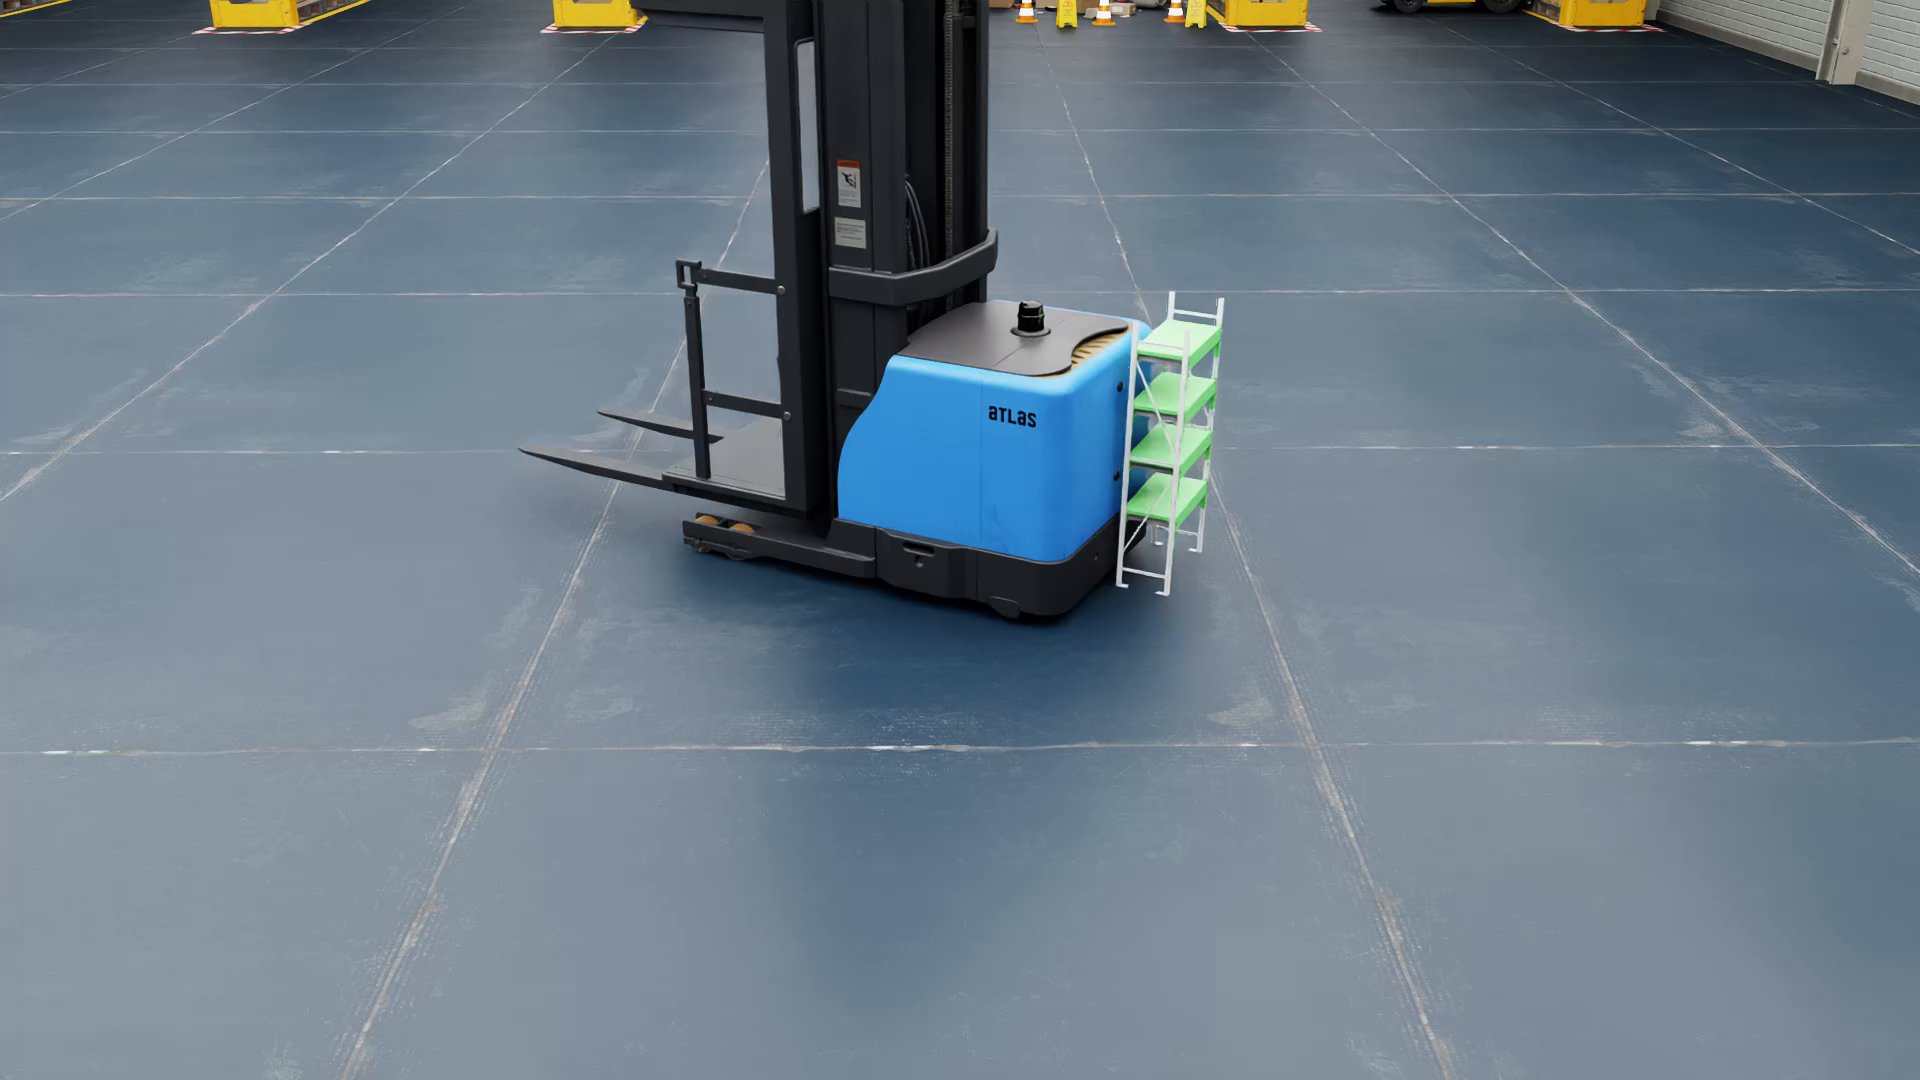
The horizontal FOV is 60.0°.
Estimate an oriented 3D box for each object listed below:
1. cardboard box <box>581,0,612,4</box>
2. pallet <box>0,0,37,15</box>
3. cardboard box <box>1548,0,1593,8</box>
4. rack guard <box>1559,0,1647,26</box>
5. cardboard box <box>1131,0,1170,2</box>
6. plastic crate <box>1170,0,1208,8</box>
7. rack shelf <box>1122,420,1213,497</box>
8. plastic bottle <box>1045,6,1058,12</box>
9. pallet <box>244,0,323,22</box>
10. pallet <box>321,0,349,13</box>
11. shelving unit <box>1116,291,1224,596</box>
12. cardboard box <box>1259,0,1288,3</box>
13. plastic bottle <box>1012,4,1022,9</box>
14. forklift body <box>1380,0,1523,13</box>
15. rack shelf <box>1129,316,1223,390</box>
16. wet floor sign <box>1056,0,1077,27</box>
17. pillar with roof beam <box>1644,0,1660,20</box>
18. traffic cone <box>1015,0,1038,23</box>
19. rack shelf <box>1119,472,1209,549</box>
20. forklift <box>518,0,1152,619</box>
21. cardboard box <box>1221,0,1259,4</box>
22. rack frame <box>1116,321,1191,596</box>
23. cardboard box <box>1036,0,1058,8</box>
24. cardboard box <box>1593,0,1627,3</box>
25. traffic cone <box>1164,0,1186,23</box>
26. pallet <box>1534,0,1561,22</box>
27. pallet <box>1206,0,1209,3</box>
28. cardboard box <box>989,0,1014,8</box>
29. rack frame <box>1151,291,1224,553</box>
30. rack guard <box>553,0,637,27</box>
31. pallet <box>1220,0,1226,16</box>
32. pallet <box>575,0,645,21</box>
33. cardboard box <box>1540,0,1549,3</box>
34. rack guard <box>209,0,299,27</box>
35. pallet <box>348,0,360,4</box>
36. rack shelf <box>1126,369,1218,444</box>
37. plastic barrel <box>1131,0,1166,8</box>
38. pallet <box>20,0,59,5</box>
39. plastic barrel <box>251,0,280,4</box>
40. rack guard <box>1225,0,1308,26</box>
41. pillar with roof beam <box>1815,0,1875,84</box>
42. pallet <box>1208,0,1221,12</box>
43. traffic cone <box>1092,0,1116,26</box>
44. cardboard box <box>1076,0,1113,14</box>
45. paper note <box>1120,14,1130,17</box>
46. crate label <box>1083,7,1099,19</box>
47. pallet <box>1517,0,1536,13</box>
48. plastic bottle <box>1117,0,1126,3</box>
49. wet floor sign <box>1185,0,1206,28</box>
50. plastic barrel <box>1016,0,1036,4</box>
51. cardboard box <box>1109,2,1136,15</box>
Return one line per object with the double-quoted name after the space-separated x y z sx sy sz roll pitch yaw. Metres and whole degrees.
-5.365 -8.262 24.902 0.500 0.500 0.500 4 25 9 "cardboard box"
-15.342 -8.456 26.189 1.003 0.211 1.213 0 24 -1 "pallet"
9.176 -8.152 24.961 0.500 0.250 0.500 0 24 0 "cardboard box"
9.498 -7.872 24.549 1.175 0.500 0.348 0 24 -1 "rack guard"
3.141 -9.060 27.172 0.500 0.500 0.500 19 30 35 "cardboard box"
3.688 -8.665 26.811 0.402 0.080 0.583 -9 26 -19 "plastic crate"
0.907 -0.360 7.237 0.258 0.148 0.480 12 27 21 "rack shelf"
1.427 -8.359 26.157 0.133 0.061 0.283 -9 26 -19 "plastic bottle"
-10.379 -8.026 25.239 1.003 0.211 1.213 0 24 -1 "pallet"
-10.390 -8.527 26.348 1.003 0.211 1.213 0 24 -1 "pallet"
0.908 -0.418 7.211 0.258 1.200 0.503 12 27 21 "shelving unit"
4.802 -8.269 25.221 0.500 0.250 0.500 0 24 -1 "cardboard box"
0.984 -8.507 26.486 0.283 0.061 0.133 -9 26 -19 "plastic bottle"
7.652 -9.407 25.940 2.313 2.155 1.214 0 24 -1 "forklift body"
0.916 -0.795 7.036 0.258 0.148 0.480 12 27 21 "rack shelf"
1.566 -7.858 24.340 0.267 0.644 0.232 -4 25 -10 "wet floor sign"
6.086 -12.026 23.420 9.100 9.000 0.400 0 24 -1 "pillar with roof beam"
1.000 -8.003 24.883 0.336 0.463 0.334 0 24 -1 "traffic cone"
0.902 -0.142 7.338 0.258 0.148 0.480 12 27 21 "rack shelf"
-0.692 -1.420 7.332 3.031 2.935 1.130 12 27 25 "forklift"
4.256 -8.277 25.239 0.500 0.250 0.500 0 24 -1 "cardboard box"
0.808 -0.326 7.008 0.240 1.200 0.015 12 27 21 "rack frame"
1.402 -8.636 26.522 0.396 0.266 0.258 4 25 9 "cardboard box"
9.688 -8.163 24.985 0.500 0.250 0.500 0 24 0 "cardboard box"
3.239 -8.013 24.905 0.336 0.463 0.334 0 24 -1 "traffic cone"
9.447 -8.065 25.327 1.003 0.211 1.213 0 24 -1 "pallet"
4.533 -9.098 27.611 1.003 0.211 1.213 0 24 -1 "pallet"
0.585 -8.809 26.617 0.500 0.500 0.500 4 25 9 "cardboard box"
1.008 -0.510 7.413 0.240 1.200 0.015 12 27 21 "rack frame"
-5.376 -7.845 24.489 1.175 0.500 0.348 0 24 -1 "rack guard"
4.560 -8.093 25.388 1.003 0.211 1.213 0 24 -1 "pallet"
-5.350 -8.048 25.289 1.003 0.211 1.213 0 24 -1 "pallet"
9.180 -8.357 25.414 0.500 0.250 0.500 0 24 -1 "cardboard box"
-10.376 -7.823 24.439 1.175 0.500 0.348 0 24 -1 "rack guard"
-10.406 -9.031 27.462 1.003 0.211 1.213 0 24 -1 "pallet"
0.911 -0.578 7.137 0.258 0.148 0.480 12 27 21 "rack shelf"
2.998 -8.668 26.401 0.512 0.421 0.421 19 30 35 "plastic barrel"
-15.358 -8.960 27.304 1.003 0.211 1.213 0 24 -1 "pallet"
-10.412 -8.259 24.880 0.421 0.512 0.421 0 24 0 "plastic barrel"
4.533 -7.890 24.587 1.175 0.500 0.348 0 24 -1 "rack guard"
6.152 -9.554 17.954 9.100 9.000 0.400 0 24 -1 "pillar with roof beam"
4.549 -8.594 26.496 1.003 0.211 1.213 0 24 -1 "pallet"
2.133 -7.868 24.584 0.336 0.463 0.334 0 24 -1 "traffic cone"
1.983 -8.572 26.093 0.797 0.503 0.637 -19 31 -36 "cardboard box"
2.533 -8.025 25.456 0.148 0.019 0.142 -9 26 -19 "paper note"
2.063 -8.043 25.367 0.250 0.136 0.298 -14 28 -28 "crate label"
9.437 -8.567 26.436 1.003 0.211 1.213 0 24 -1 "pallet"
2.629 -8.766 27.059 0.133 0.061 0.283 4 25 9 "plastic bottle"
3.466 -7.841 24.305 0.267 0.644 0.232 8 26 18 "wet floor sign"
1.088 -8.947 27.019 0.512 0.421 0.421 19 30 35 "plastic barrel"
2.500 -8.229 25.764 0.380 0.149 0.250 13 27 27 "cardboard box"
